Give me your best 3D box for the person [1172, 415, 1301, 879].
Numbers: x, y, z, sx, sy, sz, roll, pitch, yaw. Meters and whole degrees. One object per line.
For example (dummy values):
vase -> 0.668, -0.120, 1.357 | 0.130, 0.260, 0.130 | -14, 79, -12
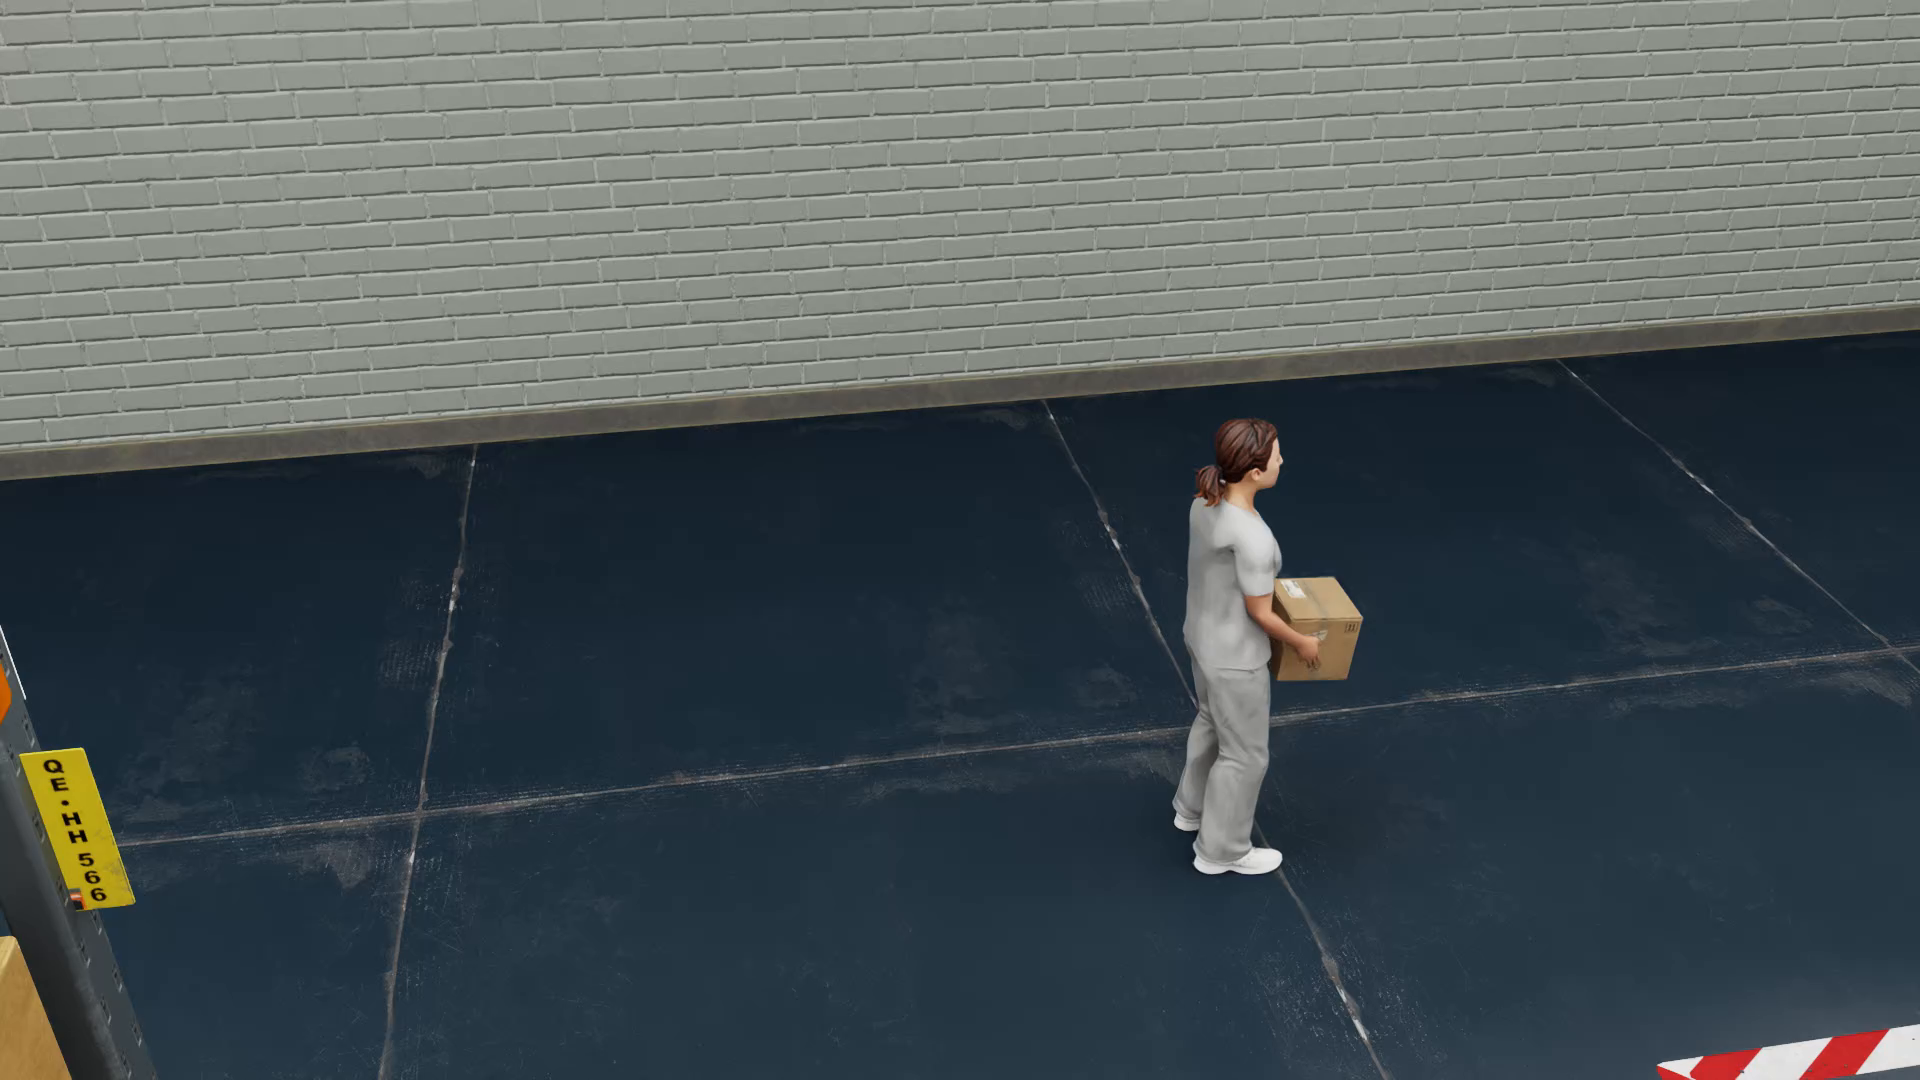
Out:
person -> 0.921, 0.353, 5.541 | 0.356, 1.673, 0.487 | -6, 31, -11
